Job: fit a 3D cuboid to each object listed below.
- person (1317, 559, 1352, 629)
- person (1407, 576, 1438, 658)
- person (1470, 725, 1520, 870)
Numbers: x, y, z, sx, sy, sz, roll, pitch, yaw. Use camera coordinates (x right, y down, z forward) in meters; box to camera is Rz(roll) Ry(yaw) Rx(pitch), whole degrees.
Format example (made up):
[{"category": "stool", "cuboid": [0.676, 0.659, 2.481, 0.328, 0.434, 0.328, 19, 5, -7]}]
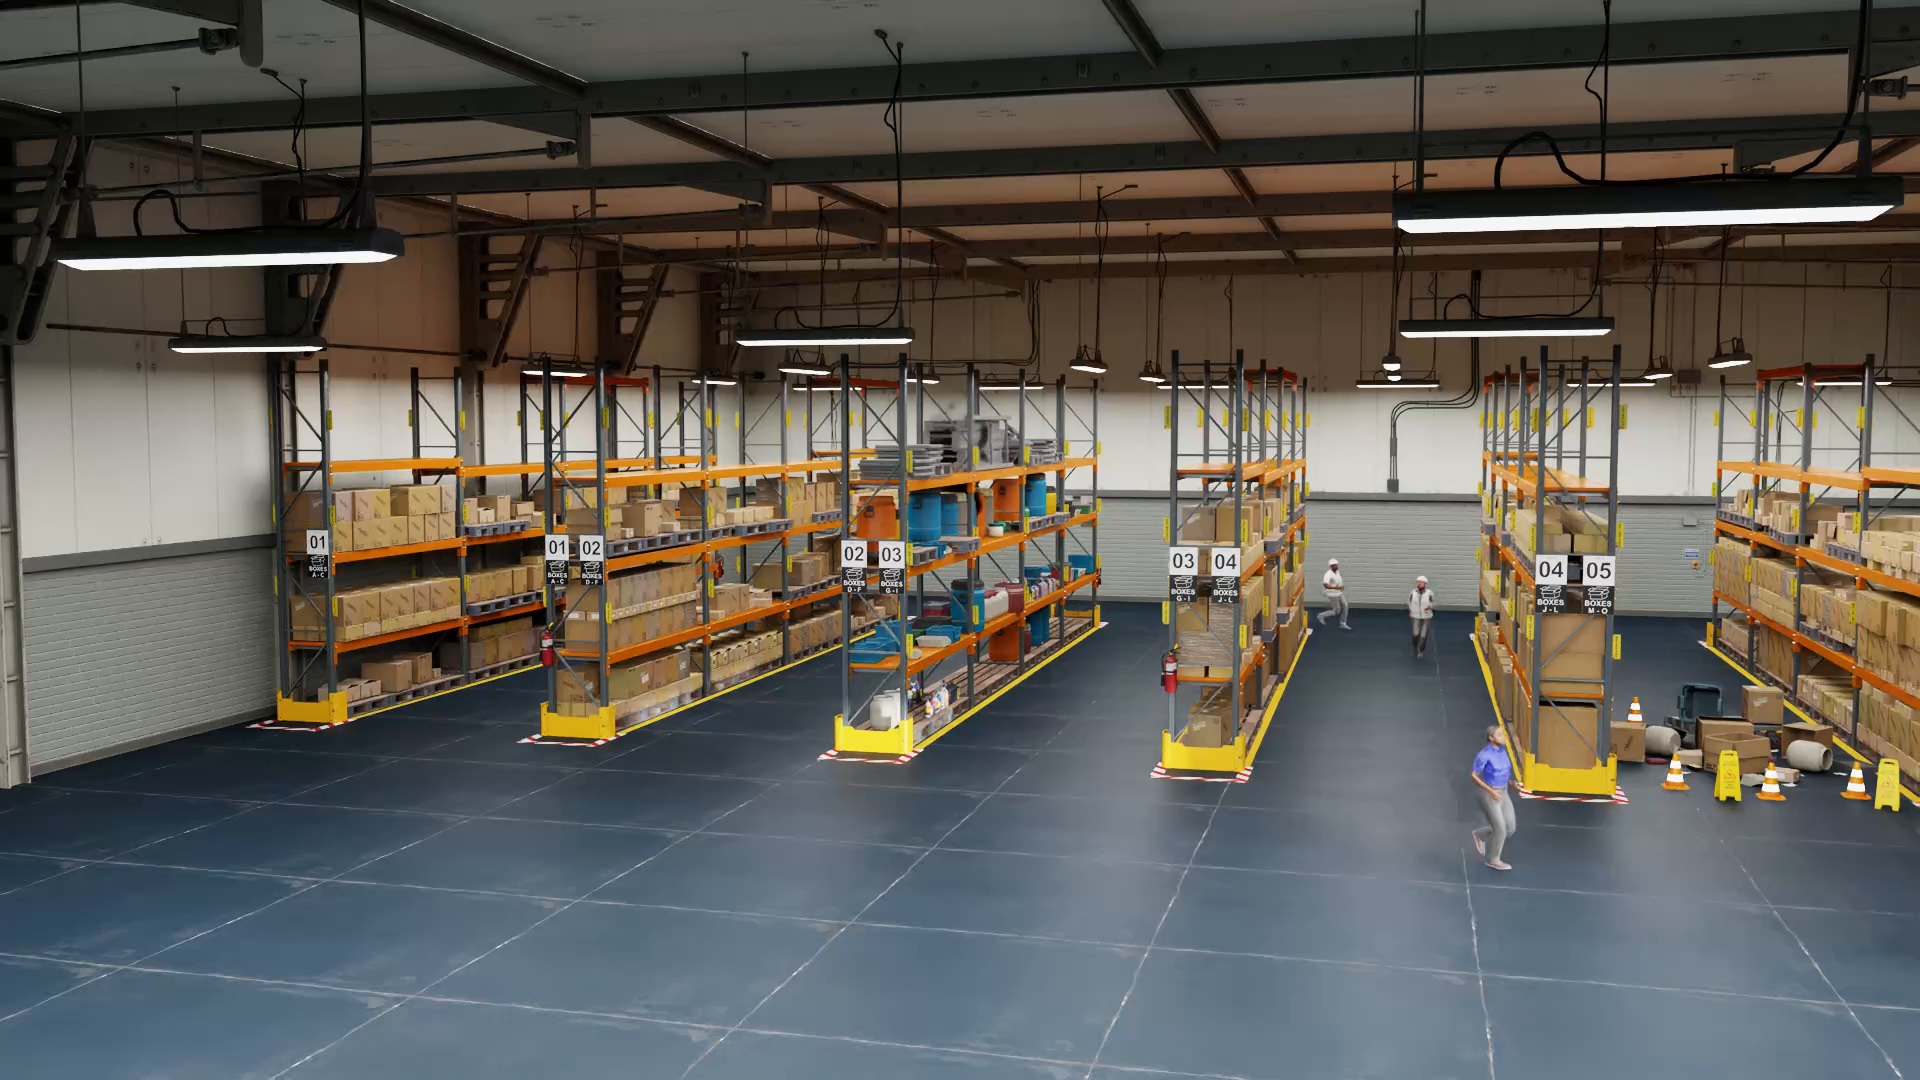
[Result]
[{"category": "person", "cuboid": [8.948, 1.305, 39.870, 0.772, 1.713, 0.732, 3, 5, 36]}, {"category": "person", "cuboid": [9.659, 1.622, 34.806, 0.639, 1.744, 0.645, 1, 4, 20]}, {"category": "person", "cuboid": [5.938, 2.861, 18.598, 0.562, 1.609, 0.581, -3, 5, -36]}]
